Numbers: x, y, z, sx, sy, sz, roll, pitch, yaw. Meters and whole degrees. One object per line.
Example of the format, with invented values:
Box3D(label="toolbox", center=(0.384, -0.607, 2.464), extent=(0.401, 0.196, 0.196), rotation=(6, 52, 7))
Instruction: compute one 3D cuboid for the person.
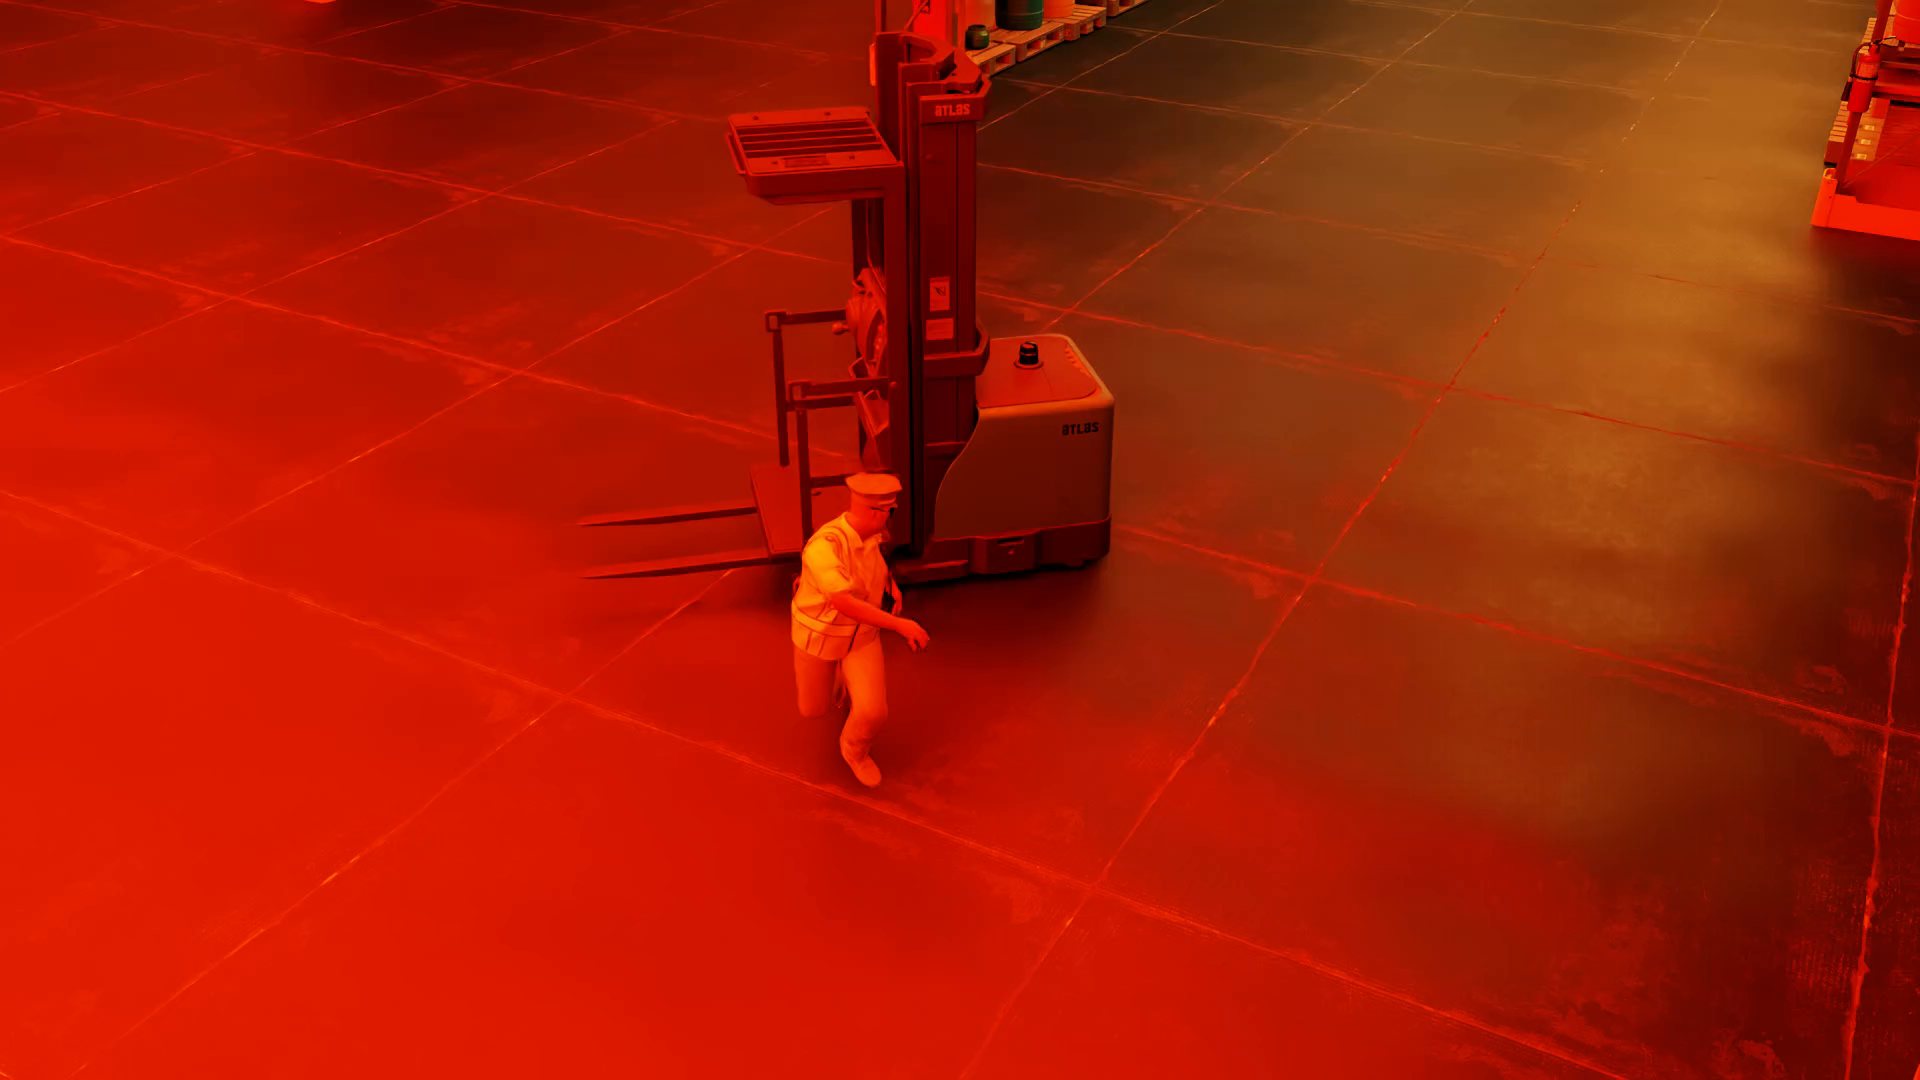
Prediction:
Box3D(label="person", center=(-0.496, 0.369, 7.916), extent=(0.650, 1.526, 0.908), rotation=(-12, 32, -19))

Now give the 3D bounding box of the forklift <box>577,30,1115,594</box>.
Box3D(label="forklift", center=(-0.695, -1.201, 9.151), extent=(3.031, 2.935, 1.130), rotation=(-6, 31, -11))
